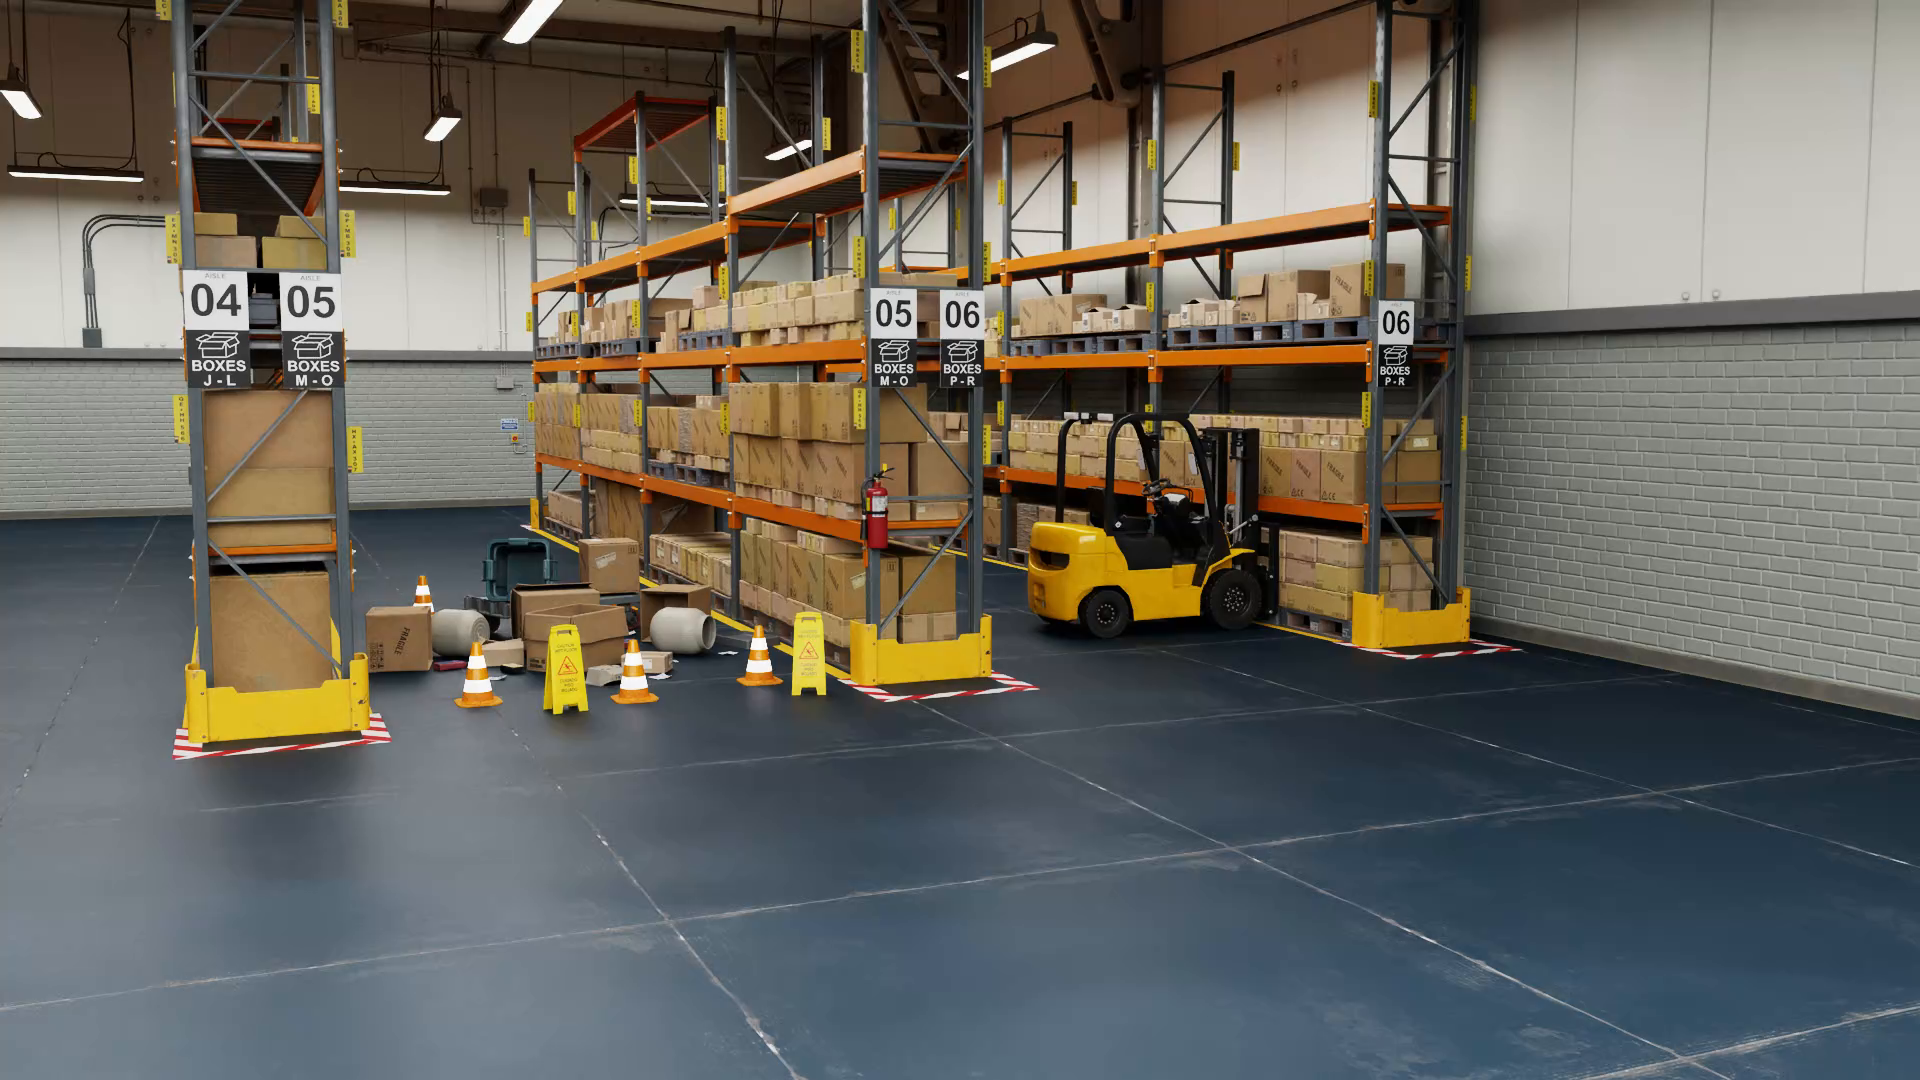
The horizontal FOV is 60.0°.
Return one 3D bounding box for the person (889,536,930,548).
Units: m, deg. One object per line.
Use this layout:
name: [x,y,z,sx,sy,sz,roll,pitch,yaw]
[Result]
person: [-0.672,0.115,18.249,0.496,1.243,0.916,-3,6,-28]
